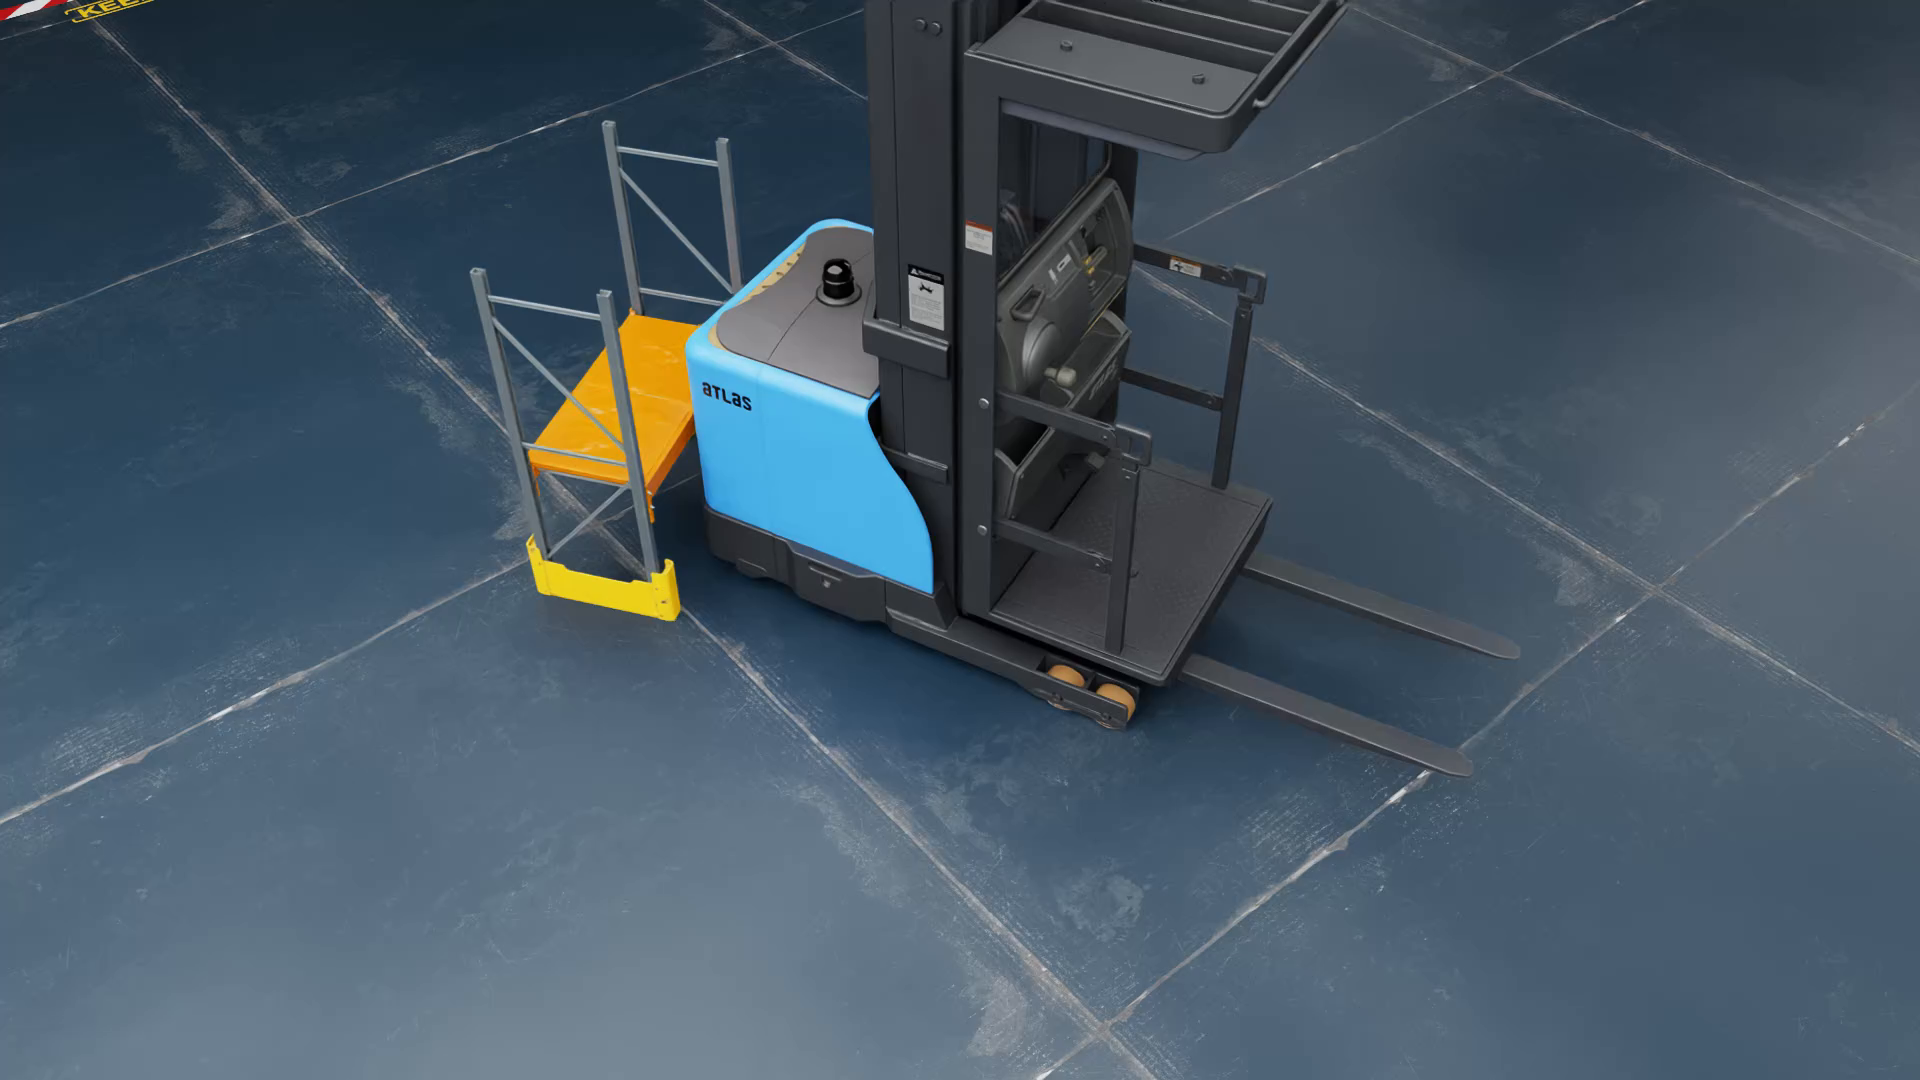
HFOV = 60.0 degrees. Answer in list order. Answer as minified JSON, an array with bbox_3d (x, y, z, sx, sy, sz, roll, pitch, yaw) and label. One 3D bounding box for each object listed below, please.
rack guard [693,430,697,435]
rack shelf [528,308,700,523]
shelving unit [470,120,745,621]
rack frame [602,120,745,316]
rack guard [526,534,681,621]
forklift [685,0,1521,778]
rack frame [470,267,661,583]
[{"bbox_3d":[-1.096,-0.514,7.114,0.587,0.250,0.087,11,44,12],"label":"rack guard"},{"bbox_3d":[-1.237,-0.505,6.455,0.538,0.185,1.000,11,44,12],"label":"rack shelf"},{"bbox_3d":[-1.235,-0.642,6.338,0.587,1.500,1.083,11,44,12],"label":"shelving unit"},{"bbox_3d":[-1.096,-0.970,6.687,0.500,1.500,0.032,11,44,12],"label":"rack frame"},{"bbox_3d":[-1.373,0.141,6.417,0.587,0.250,0.087,11,44,12],"label":"rack guard"},{"bbox_3d":[0.538,-0.804,5.465,3.031,2.935,1.130,20,47,20],"label":"forklift"},{"bbox_3d":[-1.378,-0.301,5.975,0.500,1.500,0.032,11,44,12],"label":"rack frame"}]
